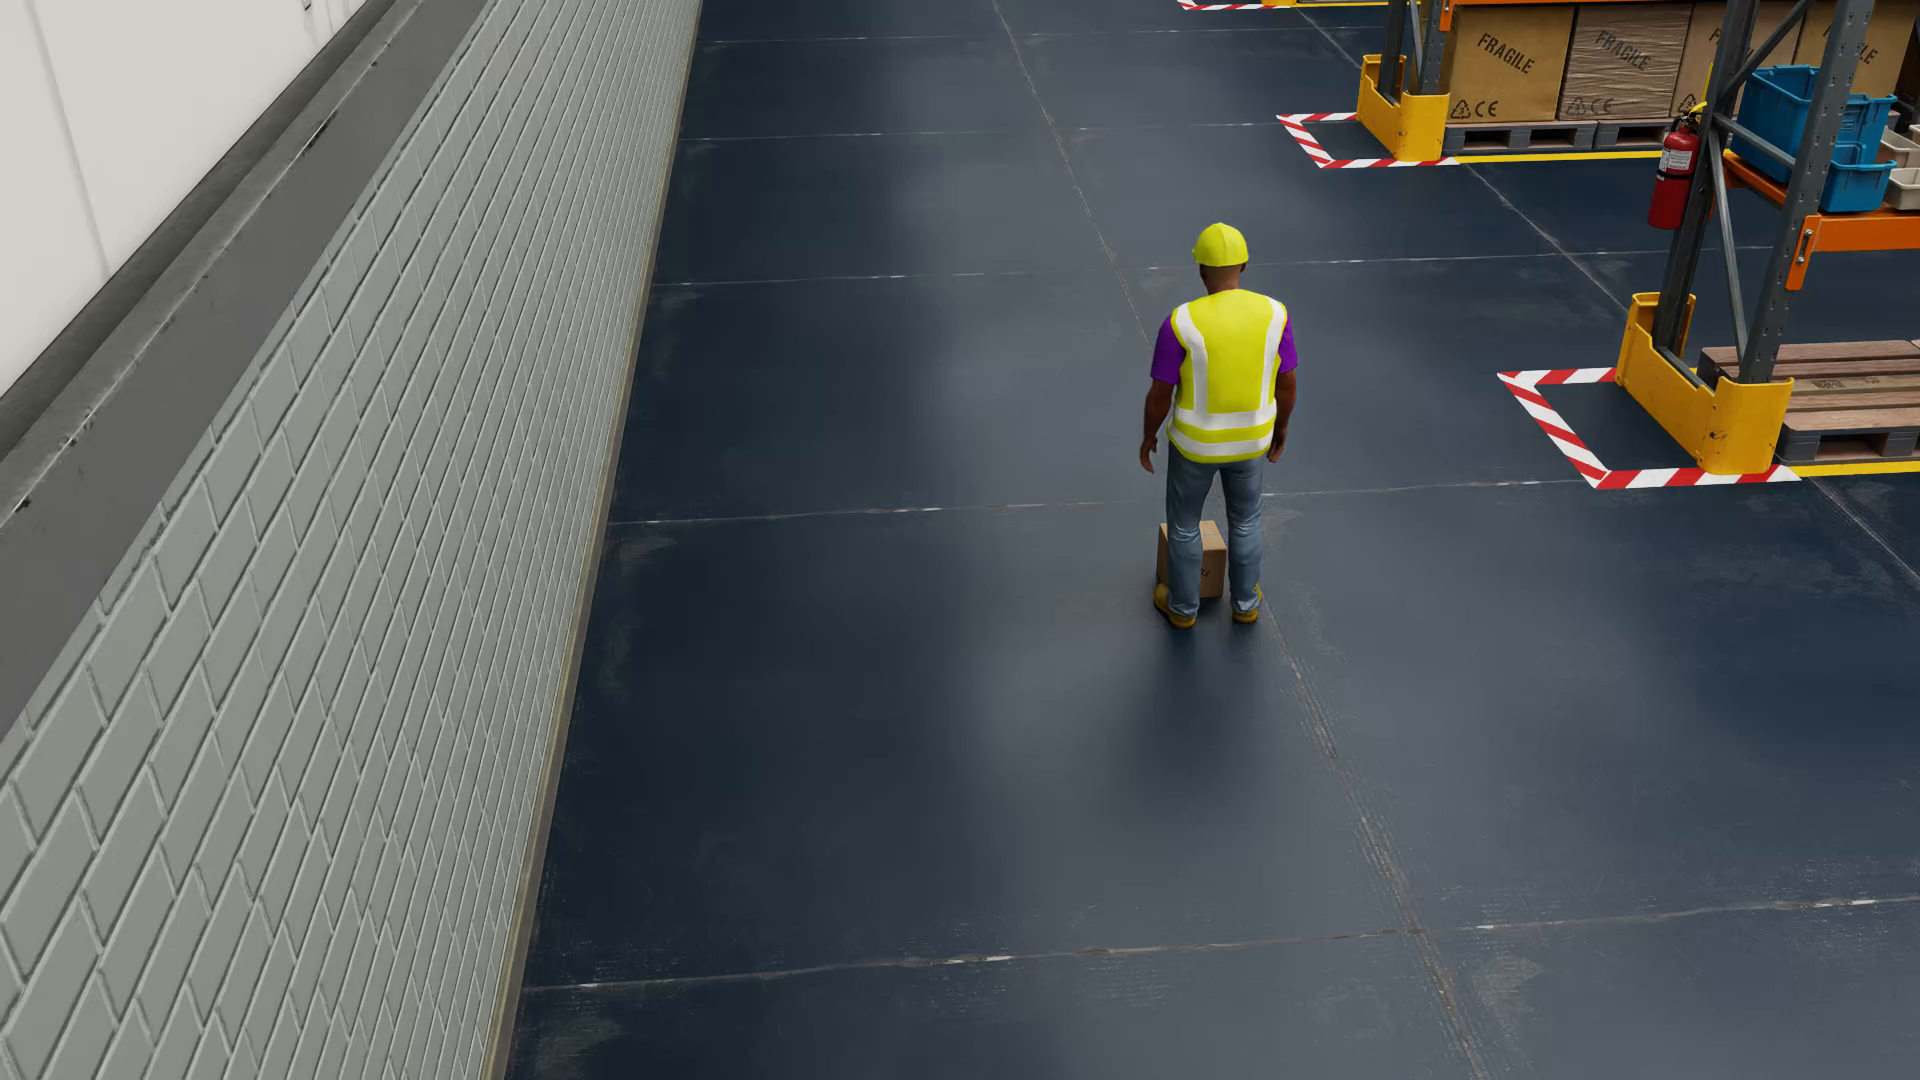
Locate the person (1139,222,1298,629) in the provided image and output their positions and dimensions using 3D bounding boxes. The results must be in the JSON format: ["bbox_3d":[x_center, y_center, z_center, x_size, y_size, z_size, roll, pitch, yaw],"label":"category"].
[{"bbox_3d":[1.053,-0.440,6.850,0.635,1.761,0.455,-4,31,-7],"label":"person"}]
